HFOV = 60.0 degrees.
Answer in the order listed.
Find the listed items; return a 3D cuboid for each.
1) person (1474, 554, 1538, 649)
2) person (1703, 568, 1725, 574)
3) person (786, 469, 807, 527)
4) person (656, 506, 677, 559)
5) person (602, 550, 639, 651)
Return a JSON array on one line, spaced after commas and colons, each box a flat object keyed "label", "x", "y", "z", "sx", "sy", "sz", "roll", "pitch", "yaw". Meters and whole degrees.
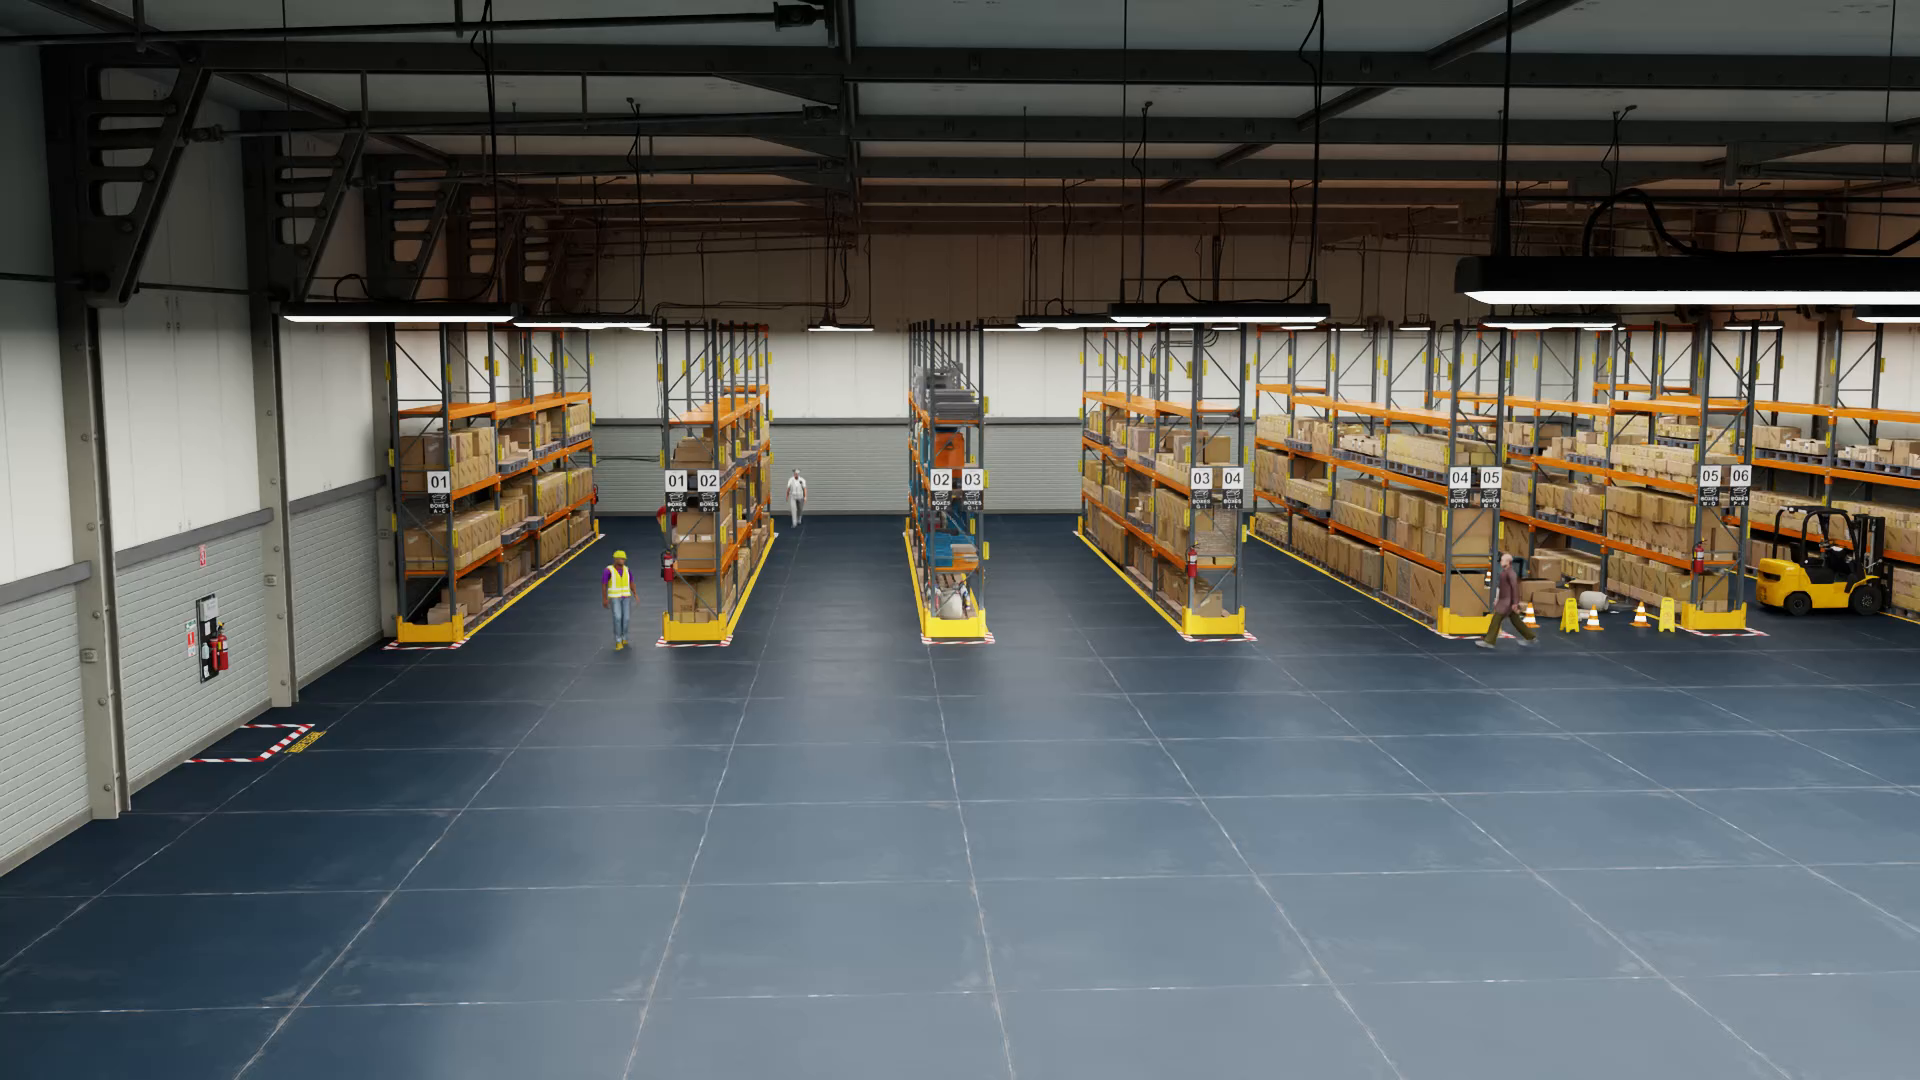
[{"label": "person", "x": 9.998, "y": 1.118, "z": 30.329, "sx": 1.159, "sy": 1.729, "sz": 0.578, "roll": 1, "pitch": 7, "yaw": 8}, {"label": "person", "x": 16.599, "y": 0.363, "z": 36.437, "sx": 0.527, "sy": 1.815, "sz": 0.556, "roll": -1, "pitch": 7, "yaw": -10}, {"label": "person", "x": -4.875, "y": -1.285, "z": 49.670, "sx": 0.589, "sy": 1.700, "sz": 1.088, "roll": -1, "pitch": 7, "yaw": -12}, {"label": "person", "x": -7.333, "y": -0.292, "z": 42.209, "sx": 0.638, "sy": 1.632, "sz": 0.731, "roll": 1, "pitch": 7, "yaw": 8}, {"label": "person", "x": -6.201, "y": 1.102, "z": 30.554, "sx": 0.599, "sy": 1.787, "sz": 0.678, "roll": -5, "pitch": 9, "yaw": -37}]
